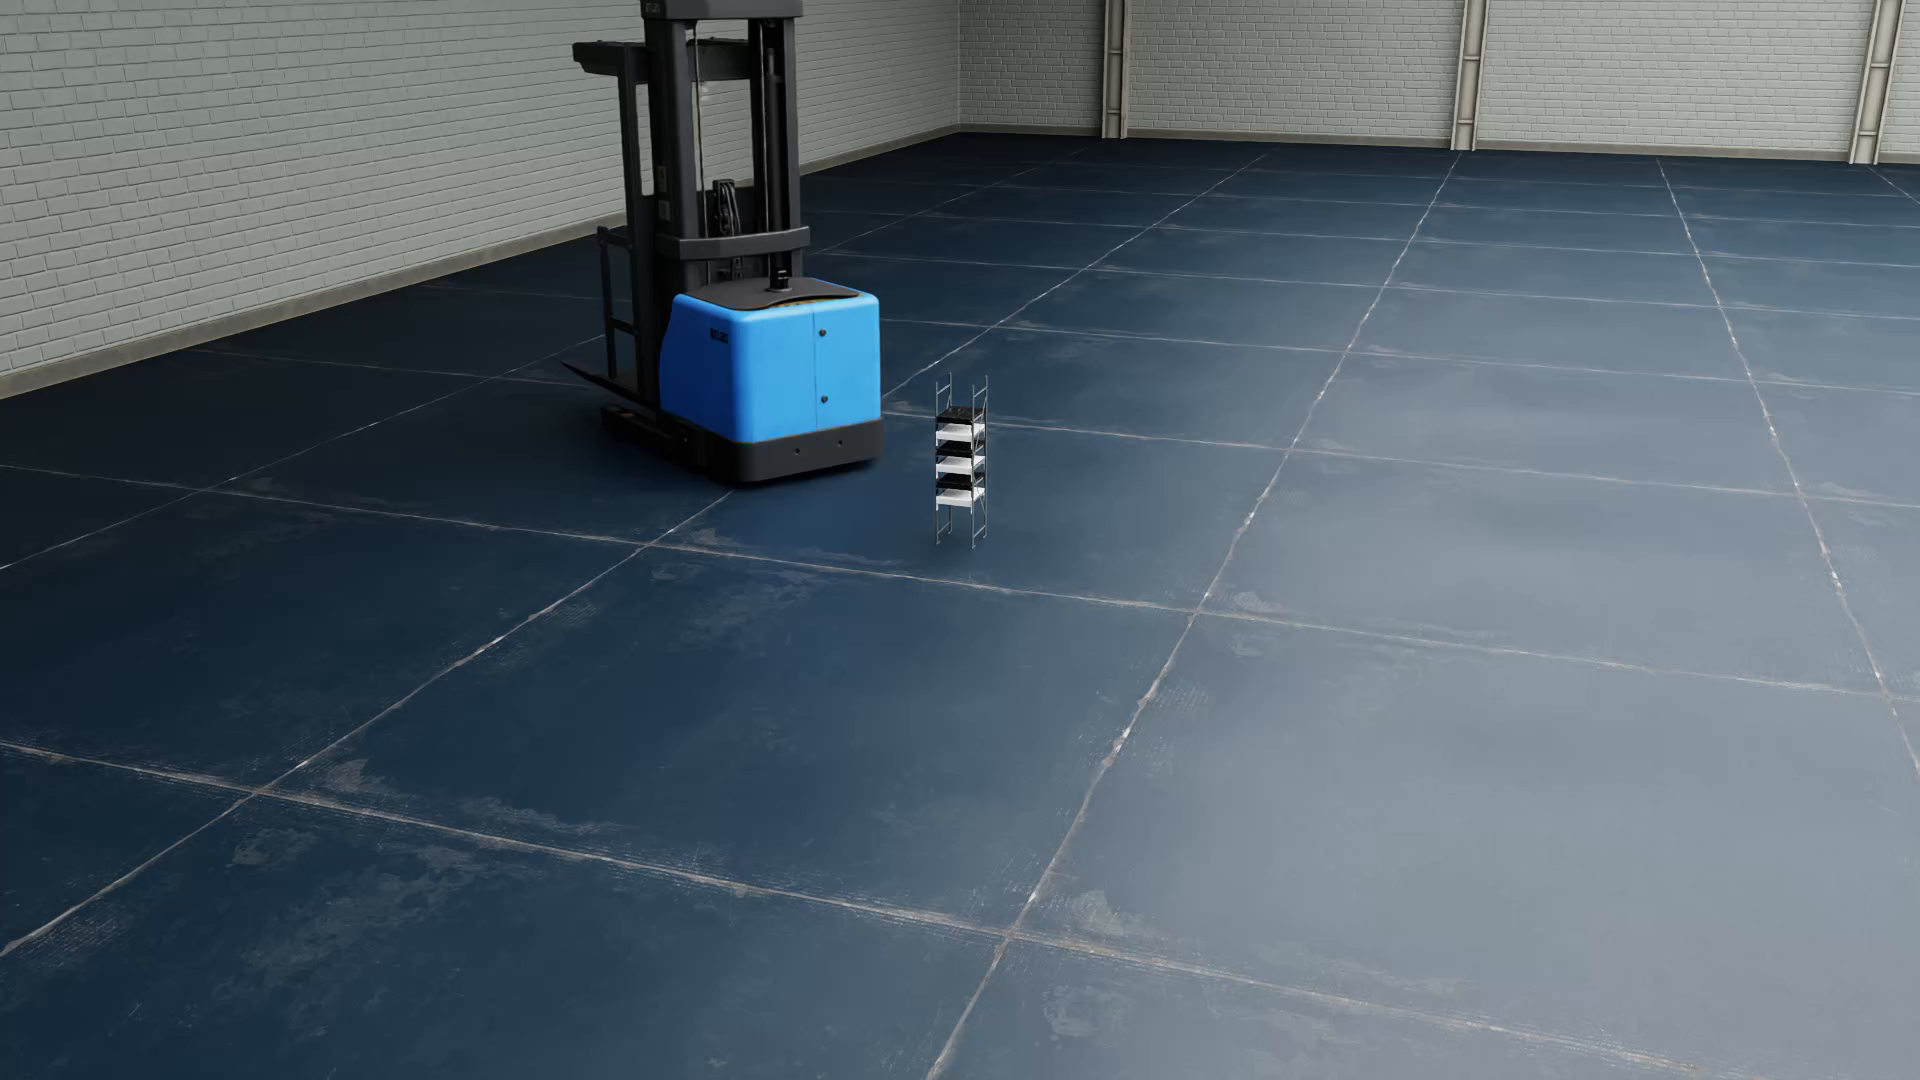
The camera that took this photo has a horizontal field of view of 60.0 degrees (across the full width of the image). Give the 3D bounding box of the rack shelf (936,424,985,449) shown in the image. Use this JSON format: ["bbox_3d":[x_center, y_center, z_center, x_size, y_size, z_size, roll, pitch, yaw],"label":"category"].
[{"bbox_3d":[0.008,-0.563,8.877,0.200,0.077,0.258,7,20,18],"label":"rack shelf"}]

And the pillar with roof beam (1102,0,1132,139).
[{"bbox_3d":[1.347,-10.105,24.395,0.400,9.000,9.100,7,20,18],"label":"pillar with roof beam"}]

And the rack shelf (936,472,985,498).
[{"bbox_3d":[0.008,-0.308,8.966,0.200,0.077,0.258,7,20,18],"label":"rack shelf"}]

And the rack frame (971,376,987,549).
[{"bbox_3d":[0.104,-0.413,8.894,0.006,0.900,0.240,7,20,18],"label":"rack frame"}]

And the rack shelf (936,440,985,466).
[{"bbox_3d":[0.008,-0.478,8.907,0.200,0.077,0.258,7,20,18],"label":"rack shelf"}]

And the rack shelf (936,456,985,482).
[{"bbox_3d":[0.008,-0.393,8.937,0.200,0.077,0.258,7,20,18],"label":"rack shelf"}]

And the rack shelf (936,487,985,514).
[{"bbox_3d":[0.008,-0.223,8.996,0.200,0.077,0.258,7,20,18],"label":"rack shelf"}]

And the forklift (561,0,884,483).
[{"bbox_3d":[-1.753,-2.147,10.782,1.130,2.935,3.031,-14,23,-34],"label":"forklift"}]

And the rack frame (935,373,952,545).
[{"bbox_3d":[-0.088,-0.435,8.957,0.006,0.900,0.240,7,20,18],"label":"rack frame"}]

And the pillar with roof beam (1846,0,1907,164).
[{"bbox_3d":[12.683,-8.809,20.676,0.400,9.000,9.100,7,20,18],"label":"pillar with roof beam"}]

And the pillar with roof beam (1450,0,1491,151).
[{"bbox_3d":[7.015,-9.457,22.536,0.400,9.000,9.100,7,20,18],"label":"pillar with roof beam"}]

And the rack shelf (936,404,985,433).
[{"bbox_3d":[0.008,-0.648,8.848,0.200,0.077,0.258,7,20,18],"label":"rack shelf"}]

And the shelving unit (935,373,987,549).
[{"bbox_3d":[0.008,-0.424,8.926,0.210,0.900,0.258,7,20,18],"label":"shelving unit"}]
